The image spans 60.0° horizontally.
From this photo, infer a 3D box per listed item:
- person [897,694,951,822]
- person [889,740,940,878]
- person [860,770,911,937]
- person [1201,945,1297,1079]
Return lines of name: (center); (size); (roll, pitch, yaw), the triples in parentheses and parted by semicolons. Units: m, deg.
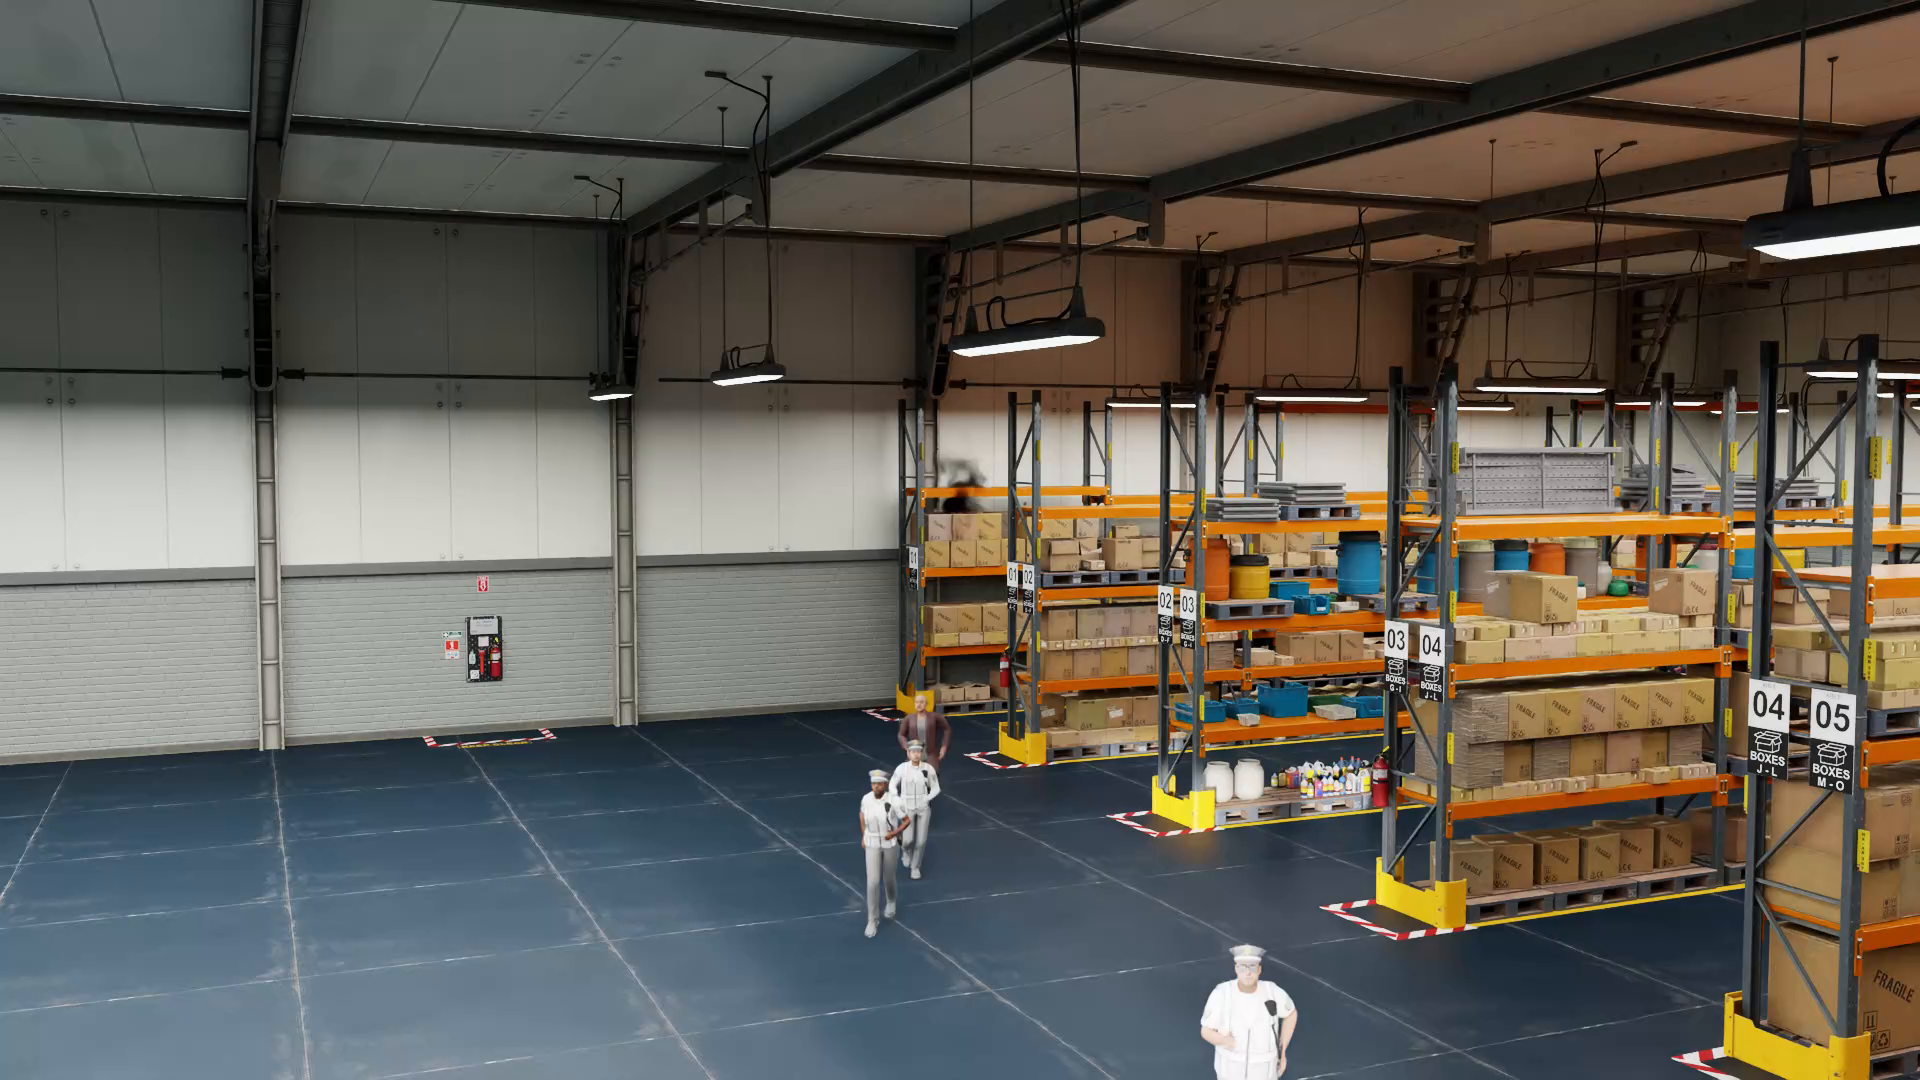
person: (-0.501, 2.968, 22.572); (0.722, 1.735, 0.660); (0, 3, 7)
person: (-0.539, 3.184, 19.674); (0.595, 1.656, 0.540); (0, 3, -5)
person: (-0.801, 3.275, 17.725); (0.576, 1.735, 0.815); (0, 3, 7)
person: (1.930, 3.630, 11.201); (0.621, 1.836, 0.709); (1, 3, 12)
